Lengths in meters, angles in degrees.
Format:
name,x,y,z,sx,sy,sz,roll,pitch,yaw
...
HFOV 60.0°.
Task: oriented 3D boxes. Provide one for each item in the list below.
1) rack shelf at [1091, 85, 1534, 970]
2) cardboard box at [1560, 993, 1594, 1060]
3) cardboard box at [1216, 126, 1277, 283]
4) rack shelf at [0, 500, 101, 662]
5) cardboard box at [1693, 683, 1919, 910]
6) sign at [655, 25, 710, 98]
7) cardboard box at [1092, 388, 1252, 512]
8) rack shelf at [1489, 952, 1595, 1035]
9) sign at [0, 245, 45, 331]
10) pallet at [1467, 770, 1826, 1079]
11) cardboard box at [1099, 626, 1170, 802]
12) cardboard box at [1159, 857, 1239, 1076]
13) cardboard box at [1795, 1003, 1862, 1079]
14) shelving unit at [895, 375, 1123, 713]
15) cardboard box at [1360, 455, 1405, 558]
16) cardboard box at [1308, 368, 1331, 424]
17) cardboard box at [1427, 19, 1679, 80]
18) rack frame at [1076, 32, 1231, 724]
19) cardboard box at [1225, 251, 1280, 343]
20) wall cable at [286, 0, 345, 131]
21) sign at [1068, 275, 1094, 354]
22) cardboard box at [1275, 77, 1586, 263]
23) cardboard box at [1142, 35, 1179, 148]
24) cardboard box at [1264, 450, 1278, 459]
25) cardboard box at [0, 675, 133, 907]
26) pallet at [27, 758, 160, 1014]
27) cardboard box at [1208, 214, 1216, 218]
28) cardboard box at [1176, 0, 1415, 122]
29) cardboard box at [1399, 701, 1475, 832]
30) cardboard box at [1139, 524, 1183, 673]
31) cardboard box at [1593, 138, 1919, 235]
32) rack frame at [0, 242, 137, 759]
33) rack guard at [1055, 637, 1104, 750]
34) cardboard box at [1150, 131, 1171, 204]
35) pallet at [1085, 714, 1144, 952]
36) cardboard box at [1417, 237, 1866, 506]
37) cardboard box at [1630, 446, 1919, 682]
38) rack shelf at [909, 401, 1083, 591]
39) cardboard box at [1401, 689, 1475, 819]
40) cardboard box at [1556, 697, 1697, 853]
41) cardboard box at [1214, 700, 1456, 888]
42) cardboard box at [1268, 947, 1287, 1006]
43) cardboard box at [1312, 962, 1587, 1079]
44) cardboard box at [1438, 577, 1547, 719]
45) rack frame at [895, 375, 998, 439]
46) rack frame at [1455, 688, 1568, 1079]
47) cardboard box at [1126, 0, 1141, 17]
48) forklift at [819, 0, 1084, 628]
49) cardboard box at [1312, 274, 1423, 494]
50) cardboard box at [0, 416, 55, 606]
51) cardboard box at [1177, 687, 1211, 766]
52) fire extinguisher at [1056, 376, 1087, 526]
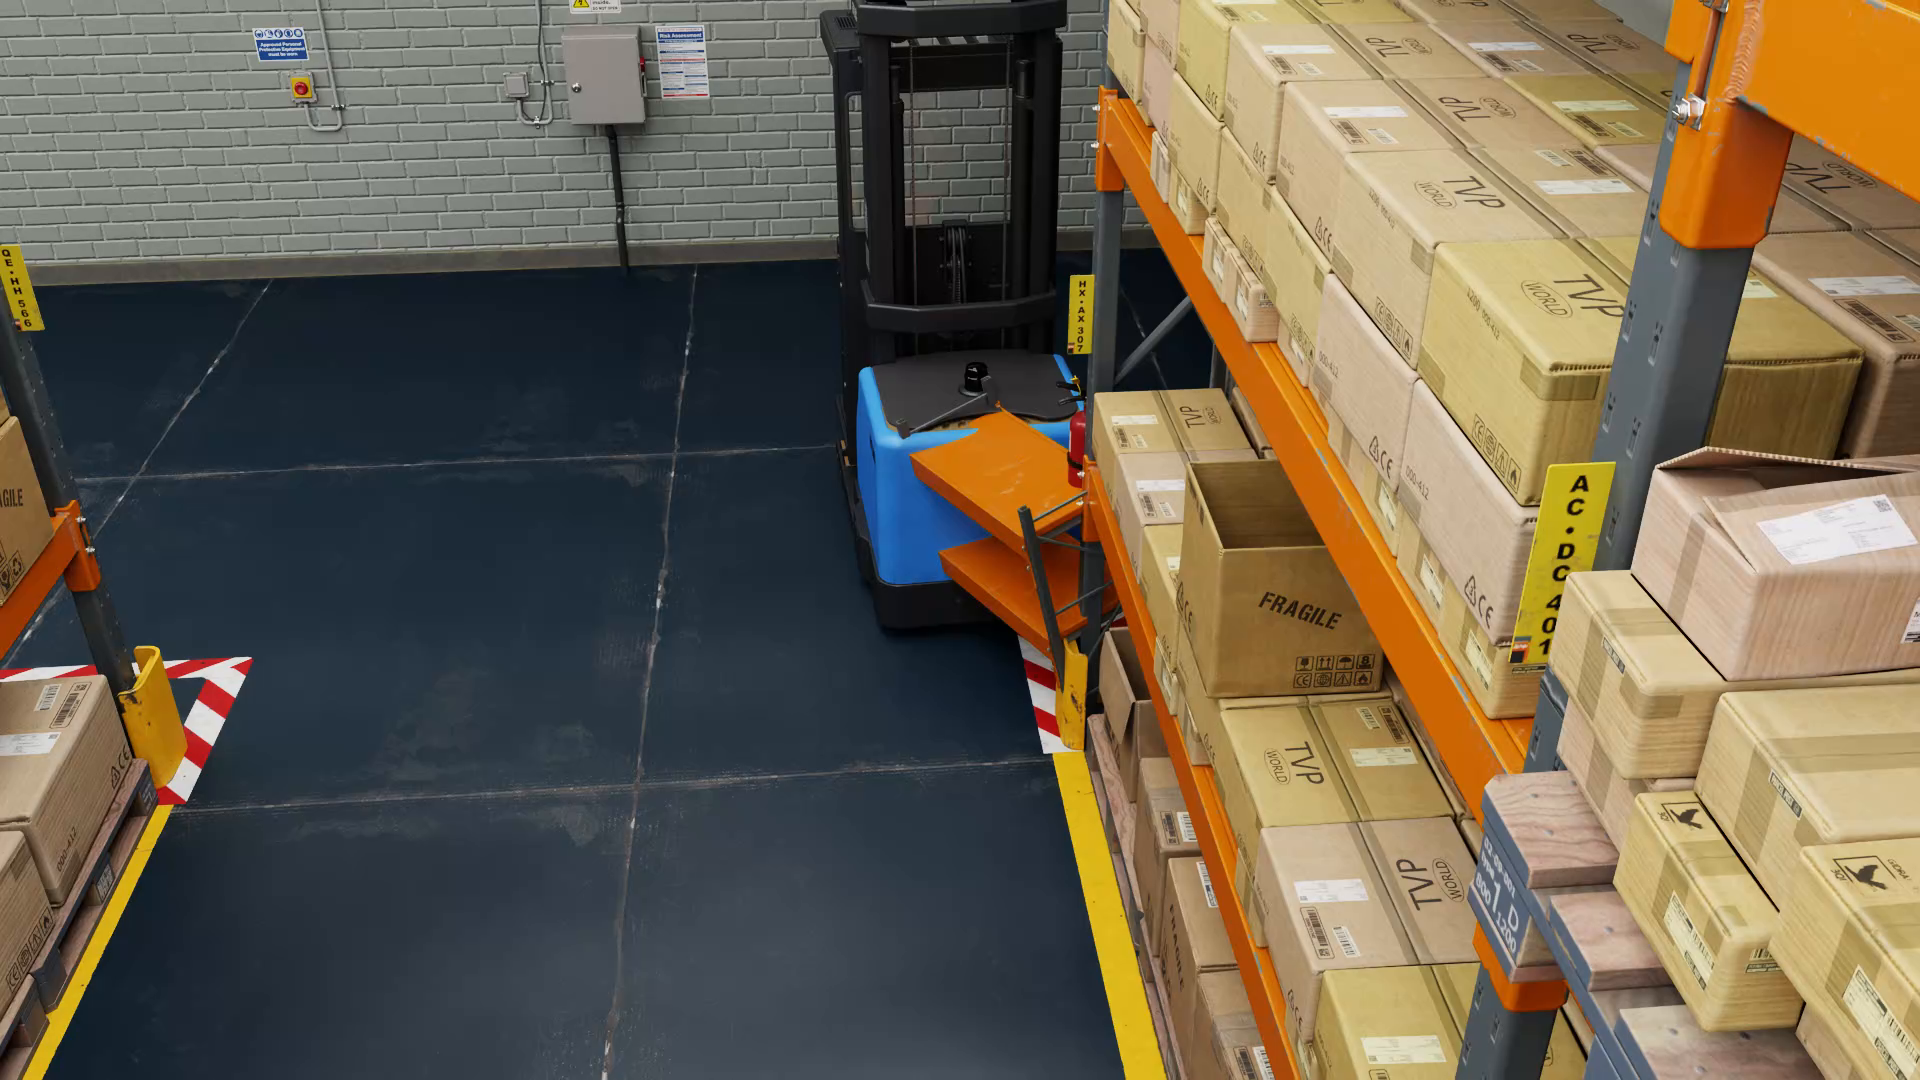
name,x,y,z,sx,sy,sz,roll,pitch,yaw
rack shelf,1.199,-0.483,4.411,1.077,0.370,4.000,-3,31,-5
cardboard box,1.608,1.187,3.693,0.500,0.250,0.500,-3,31,-5
cardboard box,0.956,-0.854,4.185,0.500,0.250,0.500,-3,31,-5
rack shelf,-3.743,1.044,4.779,1.077,0.370,4.000,-3,31,-5
cardboard box,1.073,0.292,1.859,0.380,0.149,0.250,-2,31,-4
sign,-1.902,-3.278,11.406,0.329,0.494,0.001,-3,31,-5
cardboard box,0.786,-0.344,6.258,0.500,0.250,0.500,-3,31,-4
rack shelf,1.572,1.559,0.992,1.077,0.370,4.000,-3,31,-5
sign,-3.388,-0.904,5.978,0.100,0.325,0.005,-3,31,-5
pallet,1.377,0.646,2.002,1.213,0.211,1.003,-3,31,-5
cardboard box,0.975,0.683,6.707,0.797,0.503,0.637,-4,31,-7
cardboard box,0.966,1.397,5.514,0.500,0.500,0.500,-2,31,-4
cardboard box,1.128,0.543,1.728,0.380,0.149,0.250,-2,31,-4
shelving unit,0.307,0.021,7.397,0.538,1.125,1.048,-28,36,-19
cardboard box,1.022,-0.095,3.305,0.380,0.149,0.250,-2,31,-3
cardboard box,1.007,-0.359,3.746,0.380,0.149,0.250,-2,31,-3
cardboard box,1.458,-1.093,4.098,0.500,0.250,0.500,-3,31,-5
rack frame,1.012,-0.526,6.705,1.000,3.000,0.127,-3,31,-5
cardboard box,0.885,-0.617,4.178,0.380,0.149,0.250,-2,31,-4
wall cable,-4.480,-3.613,10.853,0.585,1.953,0.123,-3,31,-5
sign,0.472,-0.871,6.439,0.100,0.325,0.005,-3,31,-5
cardboard box,1.004,-0.813,3.630,0.500,0.250,0.500,-2,31,-4
cardboard box,0.849,-1.379,5.064,0.500,0.250,0.500,-2,31,-4
cardboard box,1.366,-0.104,5.854,0.500,0.250,0.500,-3,31,-4
cardboard box,-3.769,0.966,6.297,0.875,0.438,0.875,-4,31,-6
pallet,-3.777,1.316,6.341,1.003,0.211,1.213,-3,31,-5
cardboard box,0.905,-0.878,4.615,0.380,0.149,0.250,-3,31,-5
cardboard box,0.893,-1.336,4.506,0.500,0.250,0.500,-3,31,-5
cardboard box,1.508,0.668,4.562,0.500,0.250,0.500,-2,31,-4
cardboard box,0.884,0.172,5.394,0.500,0.250,0.500,-3,31,-6
cardboard box,1.559,-0.579,3.238,0.500,0.250,0.500,-4,31,-6
rack frame,-3.930,-0.286,6.304,1.000,3.000,0.127,-3,31,-5
rack guard,1.019,0.586,7.281,1.175,0.500,0.348,-3,31,-5
cardboard box,0.788,-1.135,5.045,0.380,0.149,0.250,-2,31,-3
pallet,1.094,1.117,6.674,1.003,0.211,1.213,-3,31,-5
cardboard box,1.099,-0.295,2.763,0.500,0.250,0.500,-3,31,-4
cardboard box,1.066,-0.022,1.980,0.396,0.266,0.258,-3,31,-5
rack shelf,0.244,-0.214,7.234,0.538,0.278,1.000,-28,36,-19
cardboard box,1.511,0.358,4.350,0.500,0.500,0.500,-4,31,-6
cardboard box,1.017,0.285,2.161,0.380,0.149,0.250,-2,31,-4
cardboard box,1.000,0.695,4.518,0.500,0.250,0.500,-3,31,-5
cardboard box,1.012,1.075,4.270,0.380,0.149,0.250,-2,31,-3
cardboard box,1.095,1.205,3.664,0.500,0.250,0.500,-2,31,-3
cardboard box,1.058,0.167,2.865,0.380,0.149,0.250,-3,31,-5
rack frame,0.049,-0.180,7.786,0.500,1.125,0.032,-28,36,-19
rack frame,1.385,1.517,3.286,1.000,3.000,0.127,-3,31,-5
cardboard box,0.803,-1.853,5.370,0.500,0.250,0.500,-3,31,-5
forklift,-0.099,-1.576,8.531,1.130,2.935,3.031,-5,31,-8
cardboard box,1.032,-0.334,3.315,0.500,0.250,0.500,-4,31,-6
cardboard box,-3.621,-0.095,5.887,0.500,0.500,0.500,-3,31,-4
cardboard box,0.885,0.557,5.138,0.380,0.149,0.250,-2,31,-3
fire extinguisher,0.538,-0.385,6.909,0.296,0.674,0.183,-3,31,-5
